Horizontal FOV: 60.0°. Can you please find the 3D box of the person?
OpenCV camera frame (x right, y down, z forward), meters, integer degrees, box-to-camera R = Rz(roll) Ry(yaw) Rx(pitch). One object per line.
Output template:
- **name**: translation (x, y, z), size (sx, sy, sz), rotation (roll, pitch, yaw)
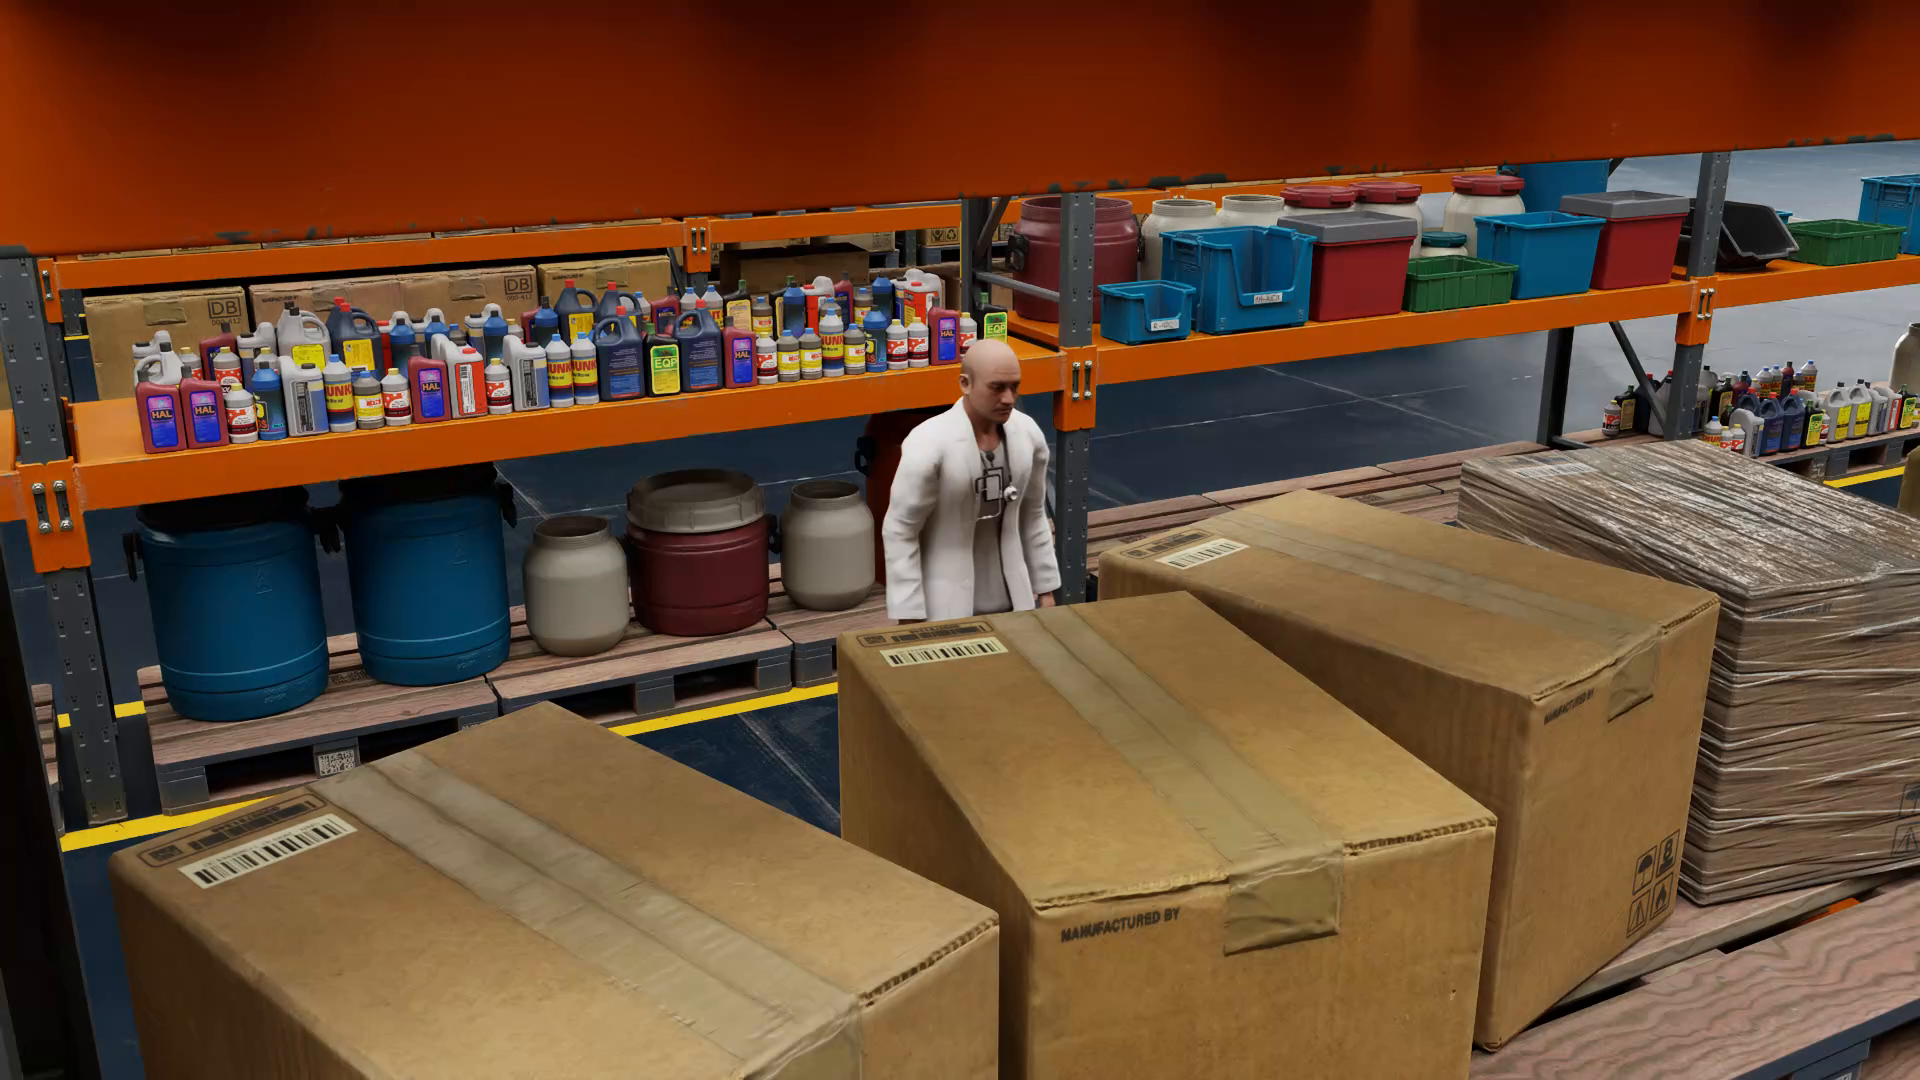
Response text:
- **person**: translation (0.052, 0.217, 5.423), size (0.653, 1.774, 0.424), rotation (-11, 21, -30)
